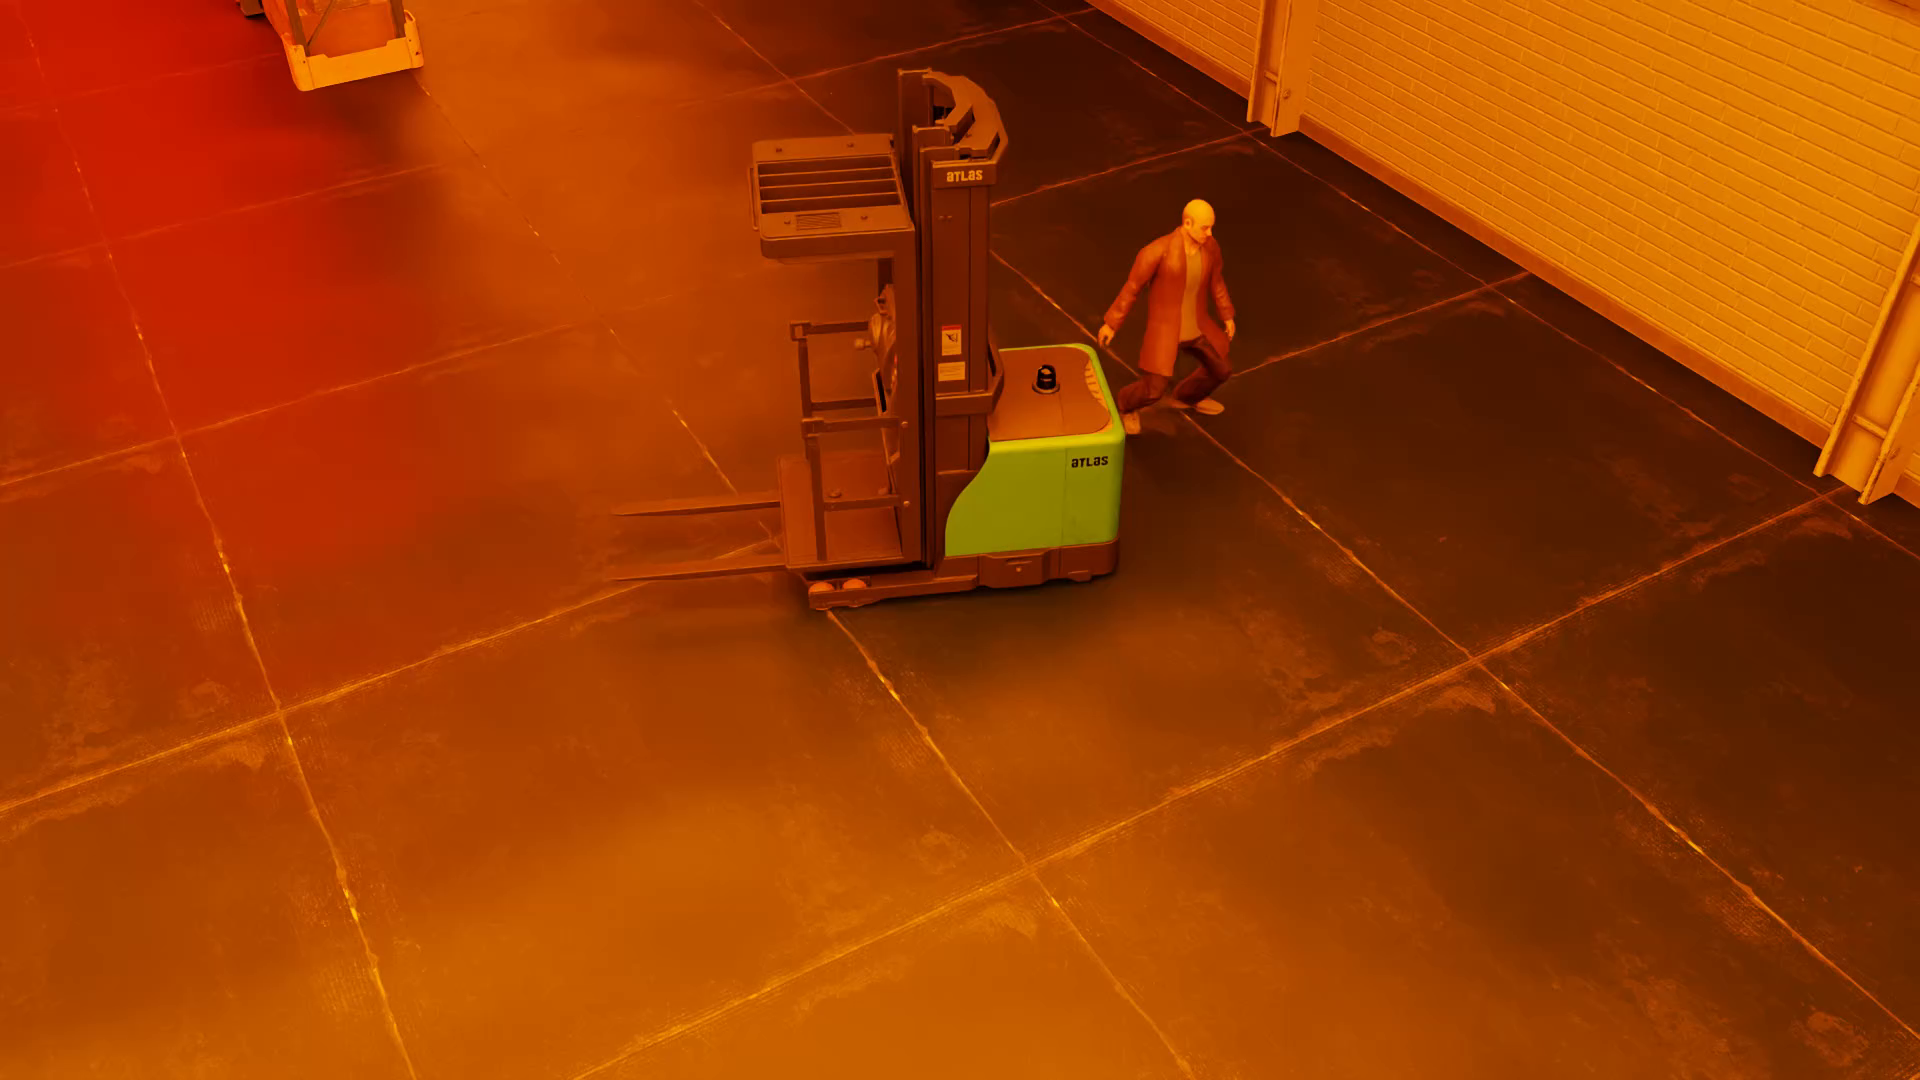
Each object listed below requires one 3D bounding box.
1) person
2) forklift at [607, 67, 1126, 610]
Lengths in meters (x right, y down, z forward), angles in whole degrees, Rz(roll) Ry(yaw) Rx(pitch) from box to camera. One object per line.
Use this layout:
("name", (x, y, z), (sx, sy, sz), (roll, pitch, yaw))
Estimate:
("person", (1.341, -1.406, 10.656), (0.928, 1.669, 0.585), (-15, 42, -17))
("forklift", (-0.604, -1.075, 9.332), (3.031, 2.935, 1.130), (-5, 40, -6))
